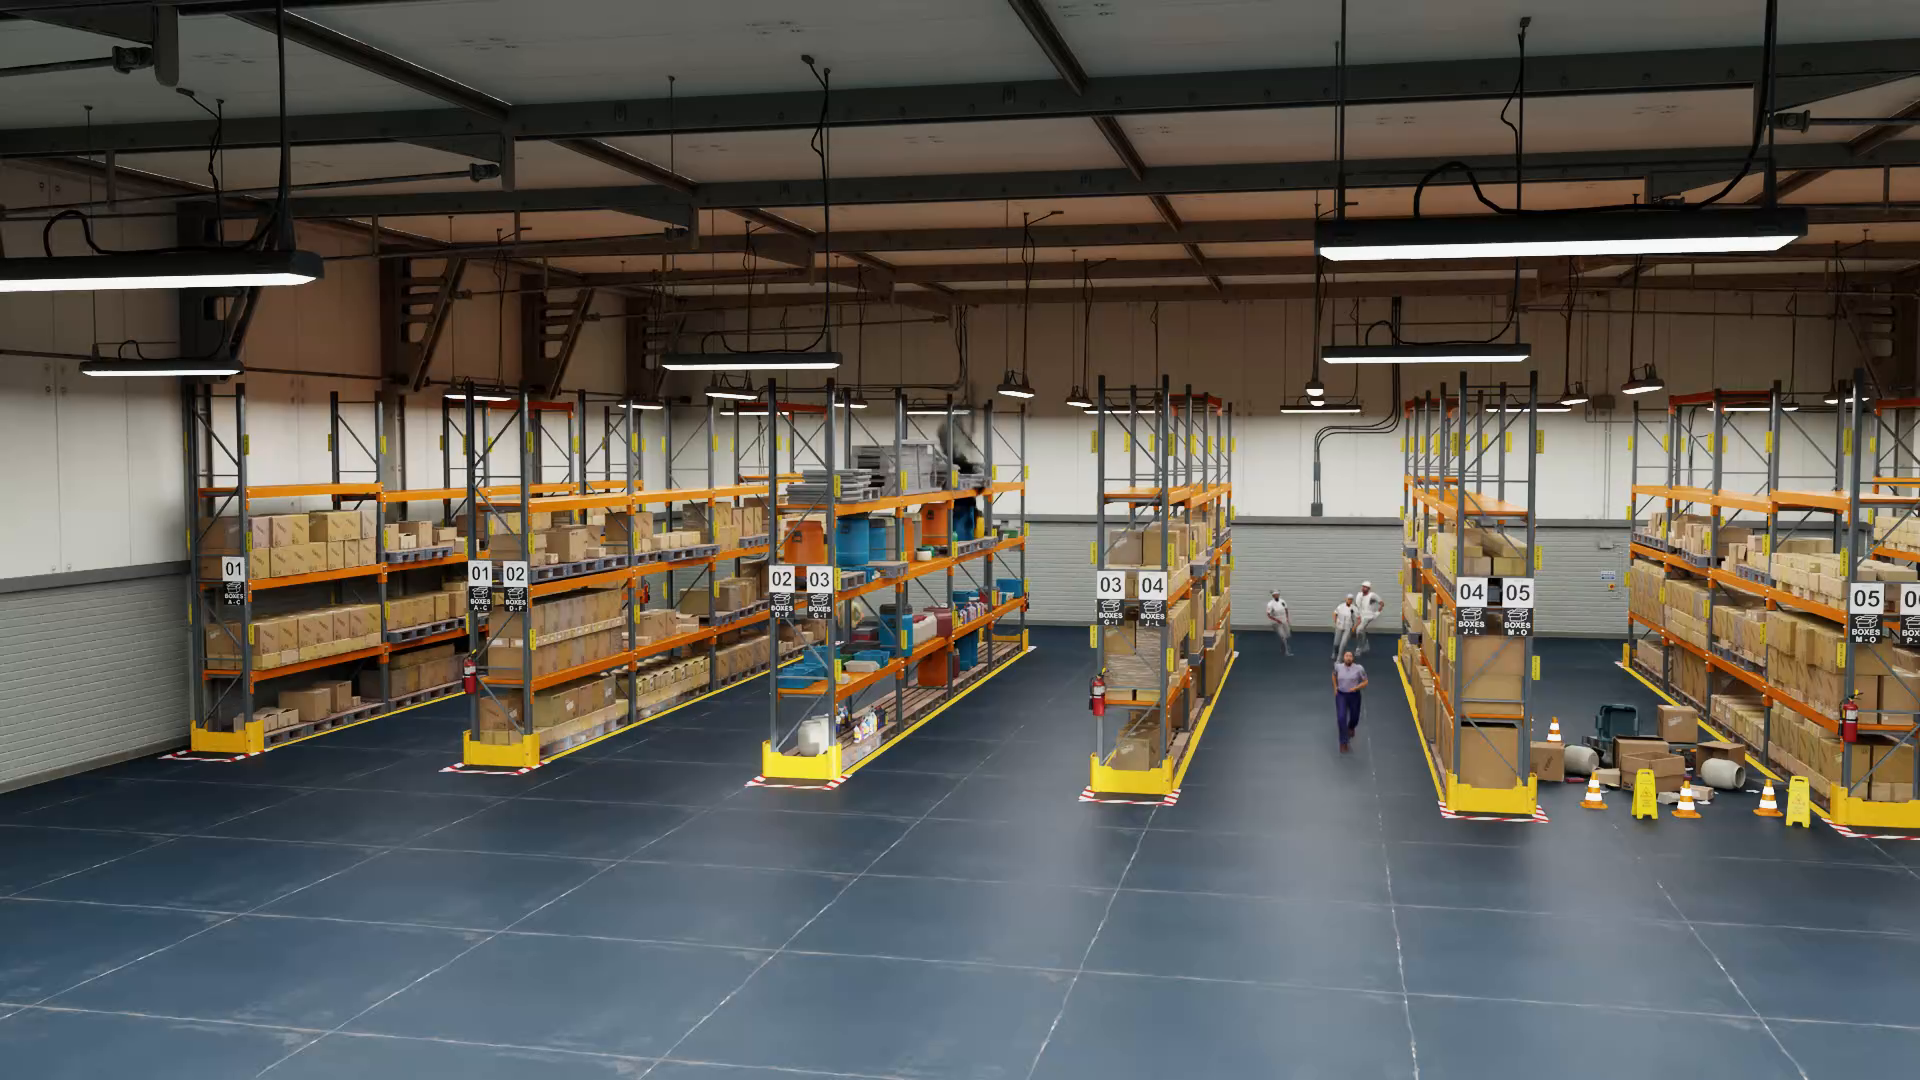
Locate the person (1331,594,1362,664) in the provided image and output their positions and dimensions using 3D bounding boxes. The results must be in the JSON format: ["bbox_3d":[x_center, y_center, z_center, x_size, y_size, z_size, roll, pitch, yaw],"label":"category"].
[{"bbox_3d":[8.822,2.036,37.999,0.693,1.599,0.573,1,3,18],"label":"person"}]

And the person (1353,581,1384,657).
[{"bbox_3d":[9.598,1.872,39.418,0.713,1.807,0.755,-2,4,-34],"label":"person"}]

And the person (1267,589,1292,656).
[{"bbox_3d":[7.558,1.948,39.256,0.620,1.604,0.494,-1,3,-14],"label":"person"}]

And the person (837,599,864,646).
[{"bbox_3d":[-2.342,1.892,35.113,0.604,1.658,0.716,1,3,14],"label":"person"}]

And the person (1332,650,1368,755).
[{"bbox_3d":[6.420,2.632,27.378,0.574,1.663,1.092,1,3,10],"label":"person"}]
